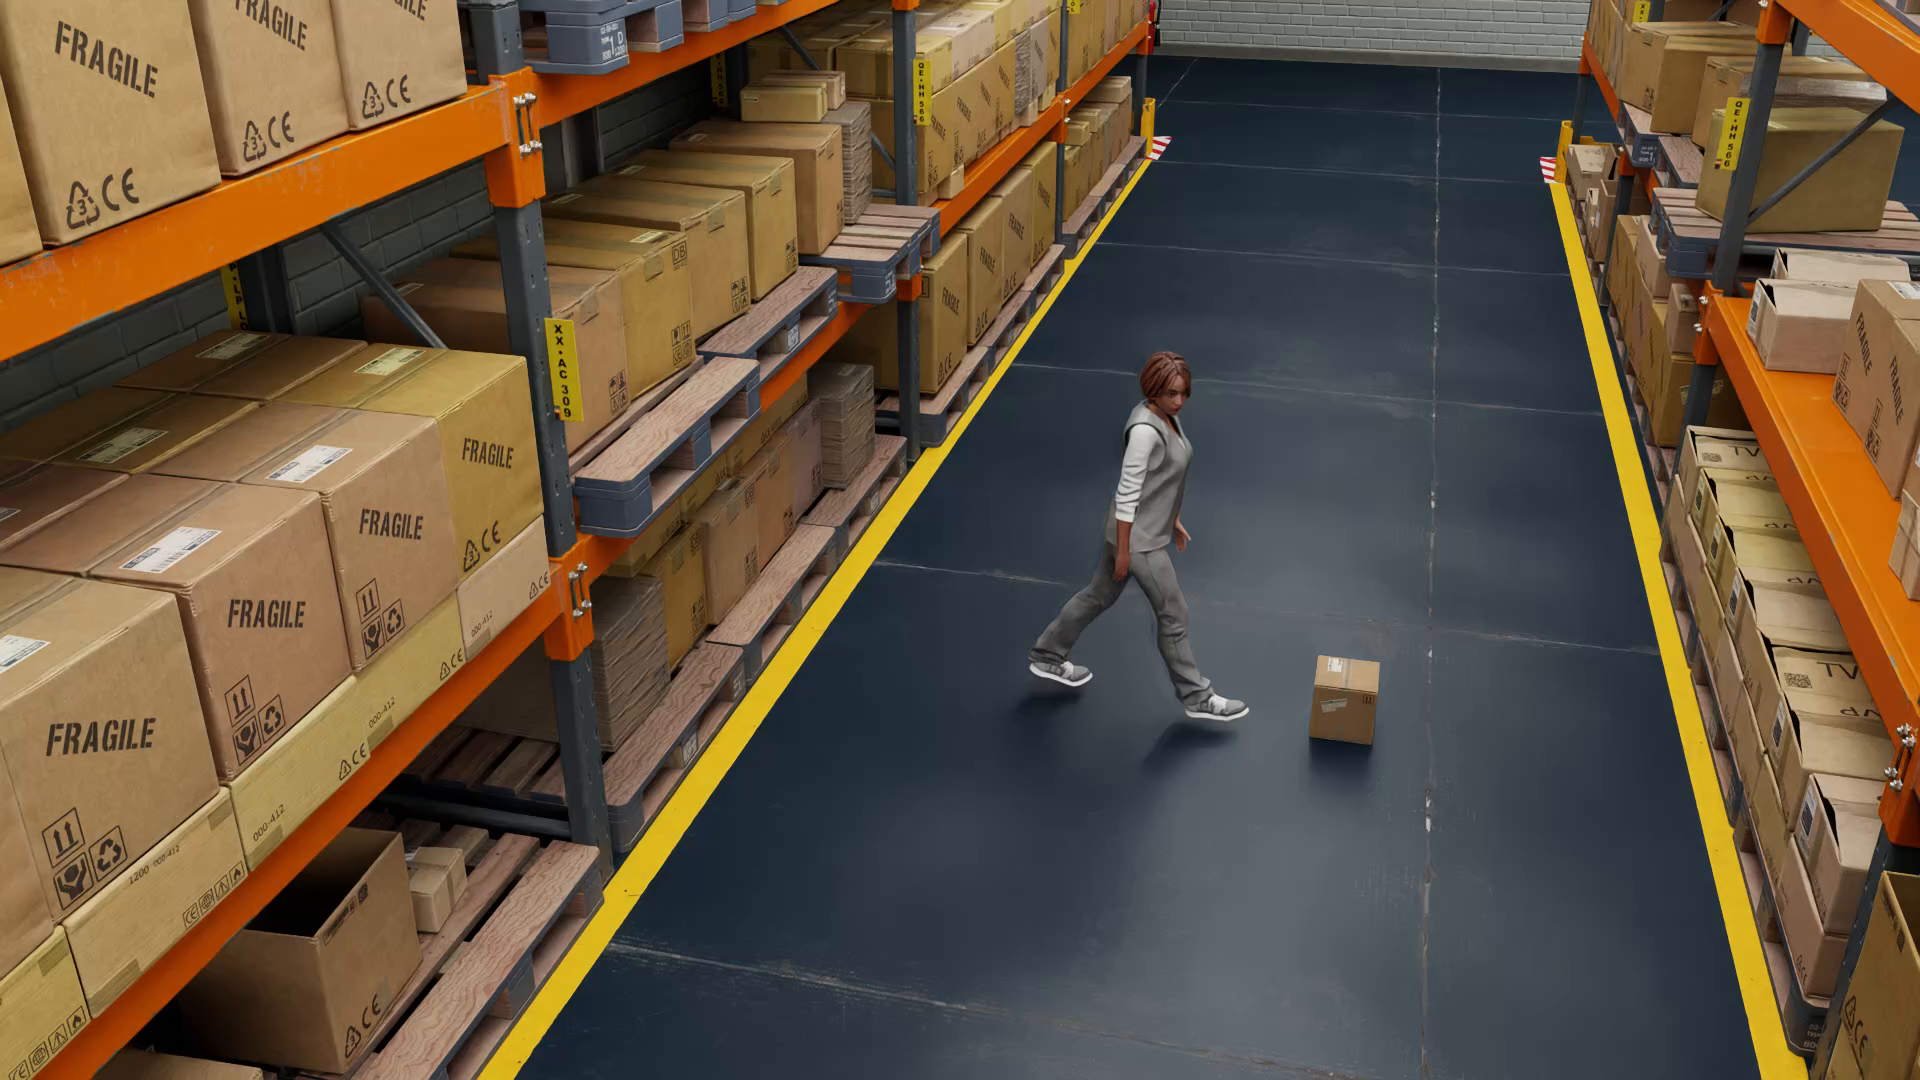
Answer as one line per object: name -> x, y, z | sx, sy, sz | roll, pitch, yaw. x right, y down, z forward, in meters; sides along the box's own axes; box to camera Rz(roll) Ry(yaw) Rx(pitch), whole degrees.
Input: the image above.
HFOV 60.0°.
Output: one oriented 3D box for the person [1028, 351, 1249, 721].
person -> 0.742, -0.025, 6.667 | 0.936, 1.541, 0.425 | 5, 26, 9
